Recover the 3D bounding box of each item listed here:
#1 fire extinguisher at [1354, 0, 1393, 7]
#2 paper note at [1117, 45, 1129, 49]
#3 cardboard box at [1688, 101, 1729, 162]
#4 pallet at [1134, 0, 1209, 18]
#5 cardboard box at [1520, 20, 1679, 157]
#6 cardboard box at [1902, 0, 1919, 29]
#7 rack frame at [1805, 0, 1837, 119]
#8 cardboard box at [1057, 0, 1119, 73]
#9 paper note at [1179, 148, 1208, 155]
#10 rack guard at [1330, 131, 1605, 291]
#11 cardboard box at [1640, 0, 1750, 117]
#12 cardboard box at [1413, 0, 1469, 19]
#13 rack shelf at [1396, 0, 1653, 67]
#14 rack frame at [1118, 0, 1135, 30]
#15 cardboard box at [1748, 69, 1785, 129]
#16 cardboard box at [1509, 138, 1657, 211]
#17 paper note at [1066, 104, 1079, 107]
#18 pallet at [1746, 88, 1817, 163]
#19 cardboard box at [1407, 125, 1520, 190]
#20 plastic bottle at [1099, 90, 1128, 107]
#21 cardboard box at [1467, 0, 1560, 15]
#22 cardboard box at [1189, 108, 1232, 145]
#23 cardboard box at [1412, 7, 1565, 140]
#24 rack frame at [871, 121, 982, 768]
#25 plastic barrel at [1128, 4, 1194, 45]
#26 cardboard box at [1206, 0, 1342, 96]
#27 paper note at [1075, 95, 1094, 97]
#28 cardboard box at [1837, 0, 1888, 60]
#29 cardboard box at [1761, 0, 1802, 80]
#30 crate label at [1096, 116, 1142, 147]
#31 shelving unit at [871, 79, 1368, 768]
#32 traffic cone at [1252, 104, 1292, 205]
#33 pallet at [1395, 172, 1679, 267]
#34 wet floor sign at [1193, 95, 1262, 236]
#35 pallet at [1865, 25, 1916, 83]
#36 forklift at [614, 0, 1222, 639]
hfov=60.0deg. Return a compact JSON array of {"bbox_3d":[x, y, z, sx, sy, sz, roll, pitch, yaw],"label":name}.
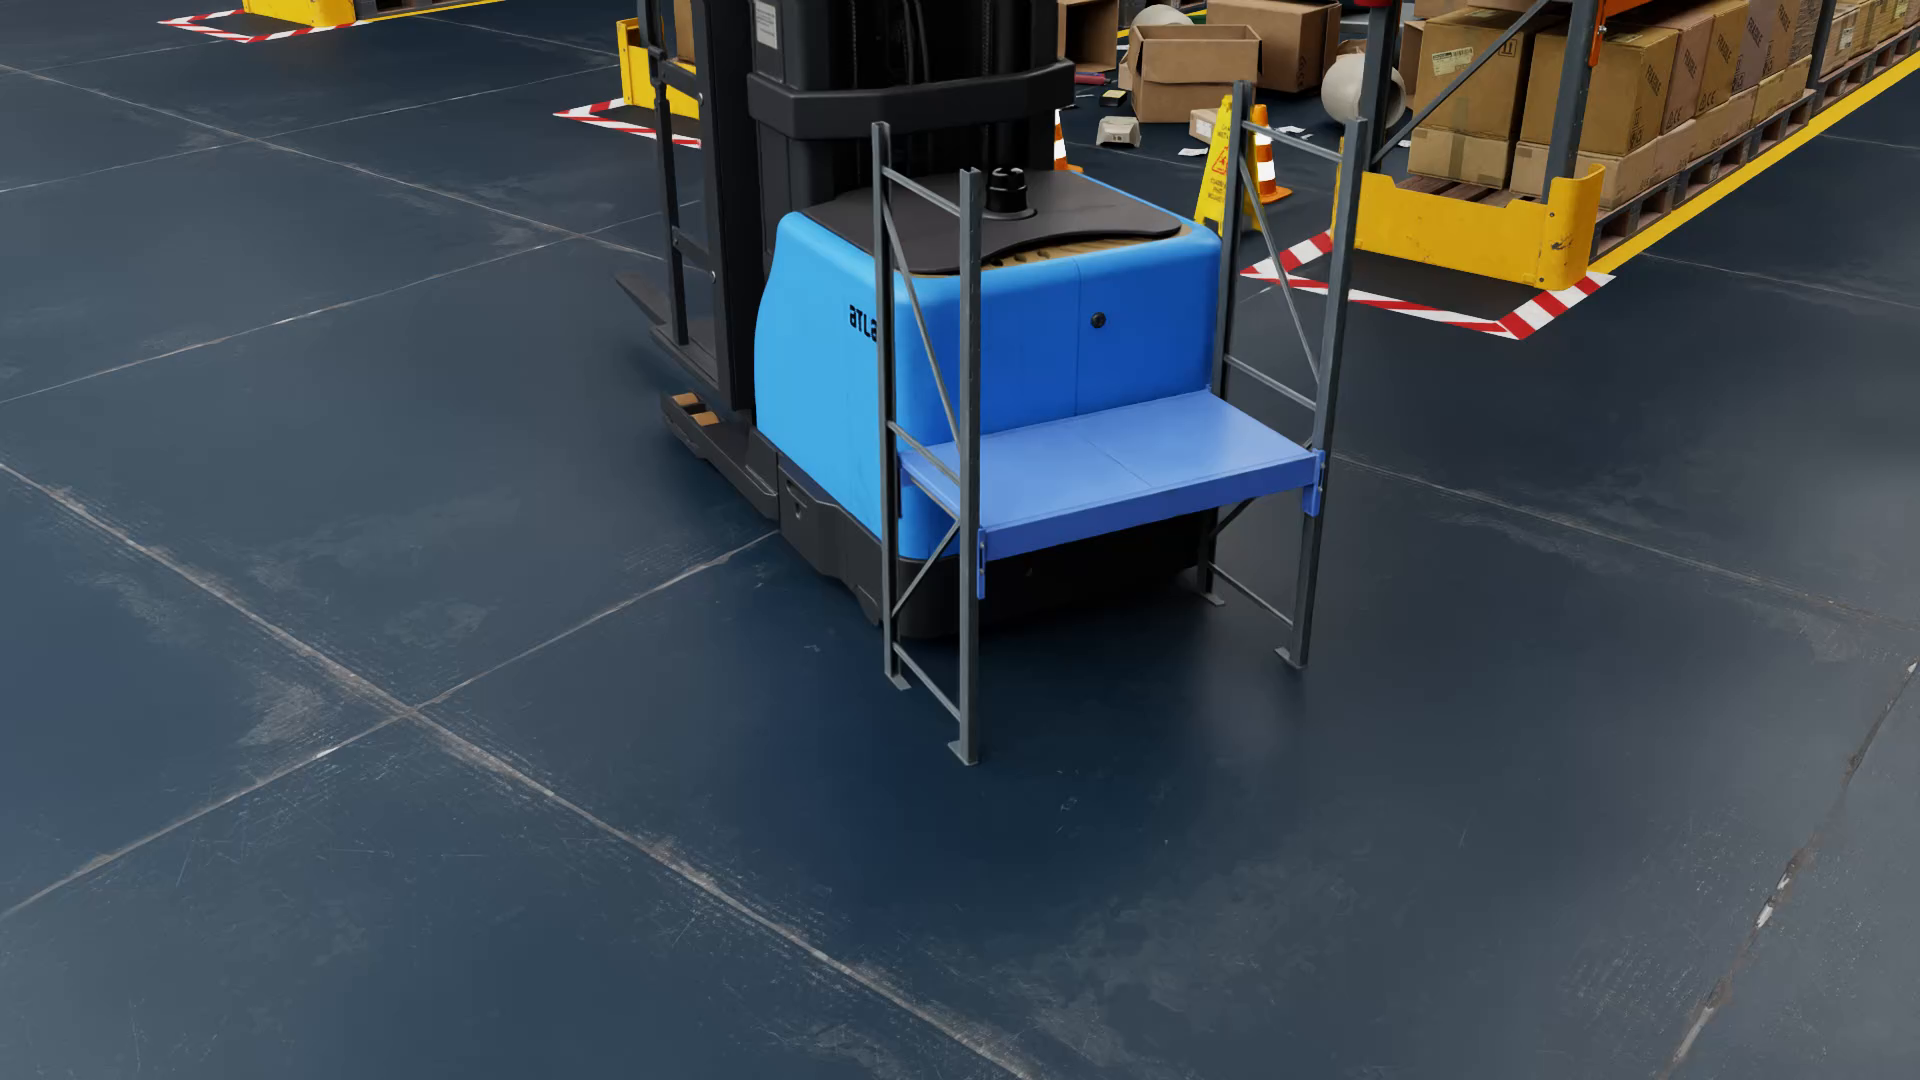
[{"bbox_3d":[1.844,-2.691,7.271,0.296,0.674,0.183,21,34,34],"label":"fire extinguisher"},{"bbox_3d":[1.204,-3.639,12.250,0.147,0.020,0.142,0,27,0],"label":"paper note"},{"bbox_3d":[3.666,-2.177,8.730,0.500,0.250,0.500,24,35,38],"label":"cardboard box"},{"bbox_3d":[1.365,-4.517,13.752,1.003,0.211,1.213,21,34,34],"label":"pallet"},{"bbox_3d":[3.013,-2.143,7.848,0.500,0.500,0.500,19,33,33],"label":"cardboard box"},{"bbox_3d":[6.530,-4.025,12.170,0.950,0.372,0.625,20,33,33],"label":"cardboard box"},{"bbox_3d":[4.816,-4.049,9.813,1.000,3.000,0.127,21,34,34],"label":"rack frame"},{"bbox_3d":[0.737,-3.501,11.470,0.500,0.500,0.500,-21,34,-35],"label":"cardboard box"},{"bbox_3d":[1.337,-2.229,9.526,0.148,0.019,0.142,9,29,17],"label":"paper note"},{"bbox_3d":[2.320,-1.548,7.698,1.175,0.500,0.348,21,34,34],"label":"rack guard"},{"bbox_3d":[3.668,-2.505,8.548,0.500,0.500,0.500,22,34,35],"label":"cardboard box"},{"bbox_3d":[3.424,-3.785,11.198,0.500,0.500,0.500,21,34,34],"label":"cardboard box"},{"bbox_3d":[3.544,-3.021,8.607,1.077,0.370,4.000,21,34,34],"label":"rack shelf"},{"bbox_3d":[0.933,-5.460,12.540,1.000,3.000,0.127,21,34,34],"label":"rack frame"},{"bbox_3d":[4.317,-2.535,9.420,0.500,0.250,0.500,20,33,33],"label":"cardboard box"},{"bbox_3d":[2.999,-1.802,8.003,0.500,0.250,0.500,20,34,34],"label":"cardboard box"},{"bbox_3d":[0.669,-2.767,10.568,0.142,0.017,0.144,-15,31,-27],"label":"paper note"},{"bbox_3d":[4.417,-2.562,9.973,1.003,0.211,1.213,21,34,34],"label":"pallet"},{"bbox_3d":[2.594,-1.970,8.329,0.500,0.250,0.500,21,34,34],"label":"cardboard box"},{"bbox_3d":[0.991,-2.843,10.679,0.133,0.061,0.283,9,29,17],"label":"plastic bottle"},{"bbox_3d":[2.762,-2.728,8.271,0.380,0.149,0.250,22,35,36],"label":"cardboard box"},{"bbox_3d":[1.547,-2.420,9.765,0.250,0.149,0.380,-10,29,-18],"label":"cardboard box"},{"bbox_3d":[2.581,-2.290,8.131,0.500,0.500,0.500,21,34,35],"label":"cardboard box"},{"bbox_3d":[-0.080,-0.203,4.010,0.032,1.500,0.500,-13,30,-24],"label":"rack frame"},{"bbox_3d":[1.395,-3.465,11.488,0.421,0.421,0.512,-5,28,-9],"label":"plastic barrel"},{"bbox_3d":[2.024,-3.279,10.893,0.797,0.637,0.503,21,34,34],"label":"cardboard box"},{"bbox_3d":[0.809,-2.893,10.832,0.123,0.001,0.032,-10,29,-18],"label":"paper note"},{"bbox_3d":[5.603,-3.511,11.176,0.950,0.372,0.625,23,35,37],"label":"cardboard box"},{"bbox_3d":[4.325,-2.879,9.269,0.500,0.500,0.500,21,34,35],"label":"cardboard box"},{"bbox_3d":[0.930,-2.390,9.721,0.250,0.136,0.298,4,28,8],"label":"crate label"},{"bbox_3d":[0.374,-0.308,4.213,1.048,1.500,0.538,-13,30,-24],"label":"shelving unit"},{"bbox_3d":[1.550,-2.034,8.678,0.336,0.463,0.334,21,34,34],"label":"traffic cone"},{"bbox_3d":[2.865,-1.697,8.301,1.003,0.211,1.213,21,34,34],"label":"pallet"},{"bbox_3d":[1.326,-1.831,8.087,0.232,0.644,0.267,-15,31,-27],"label":"wet floor sign"},{"bbox_3d":[6.086,-3.522,11.828,1.003,0.211,1.213,21,34,34],"label":"pallet"},{"bbox_3d":[-0.411,-1.673,5.294,1.130,2.935,3.031,-14,31,-25],"label":"forklift"}]
